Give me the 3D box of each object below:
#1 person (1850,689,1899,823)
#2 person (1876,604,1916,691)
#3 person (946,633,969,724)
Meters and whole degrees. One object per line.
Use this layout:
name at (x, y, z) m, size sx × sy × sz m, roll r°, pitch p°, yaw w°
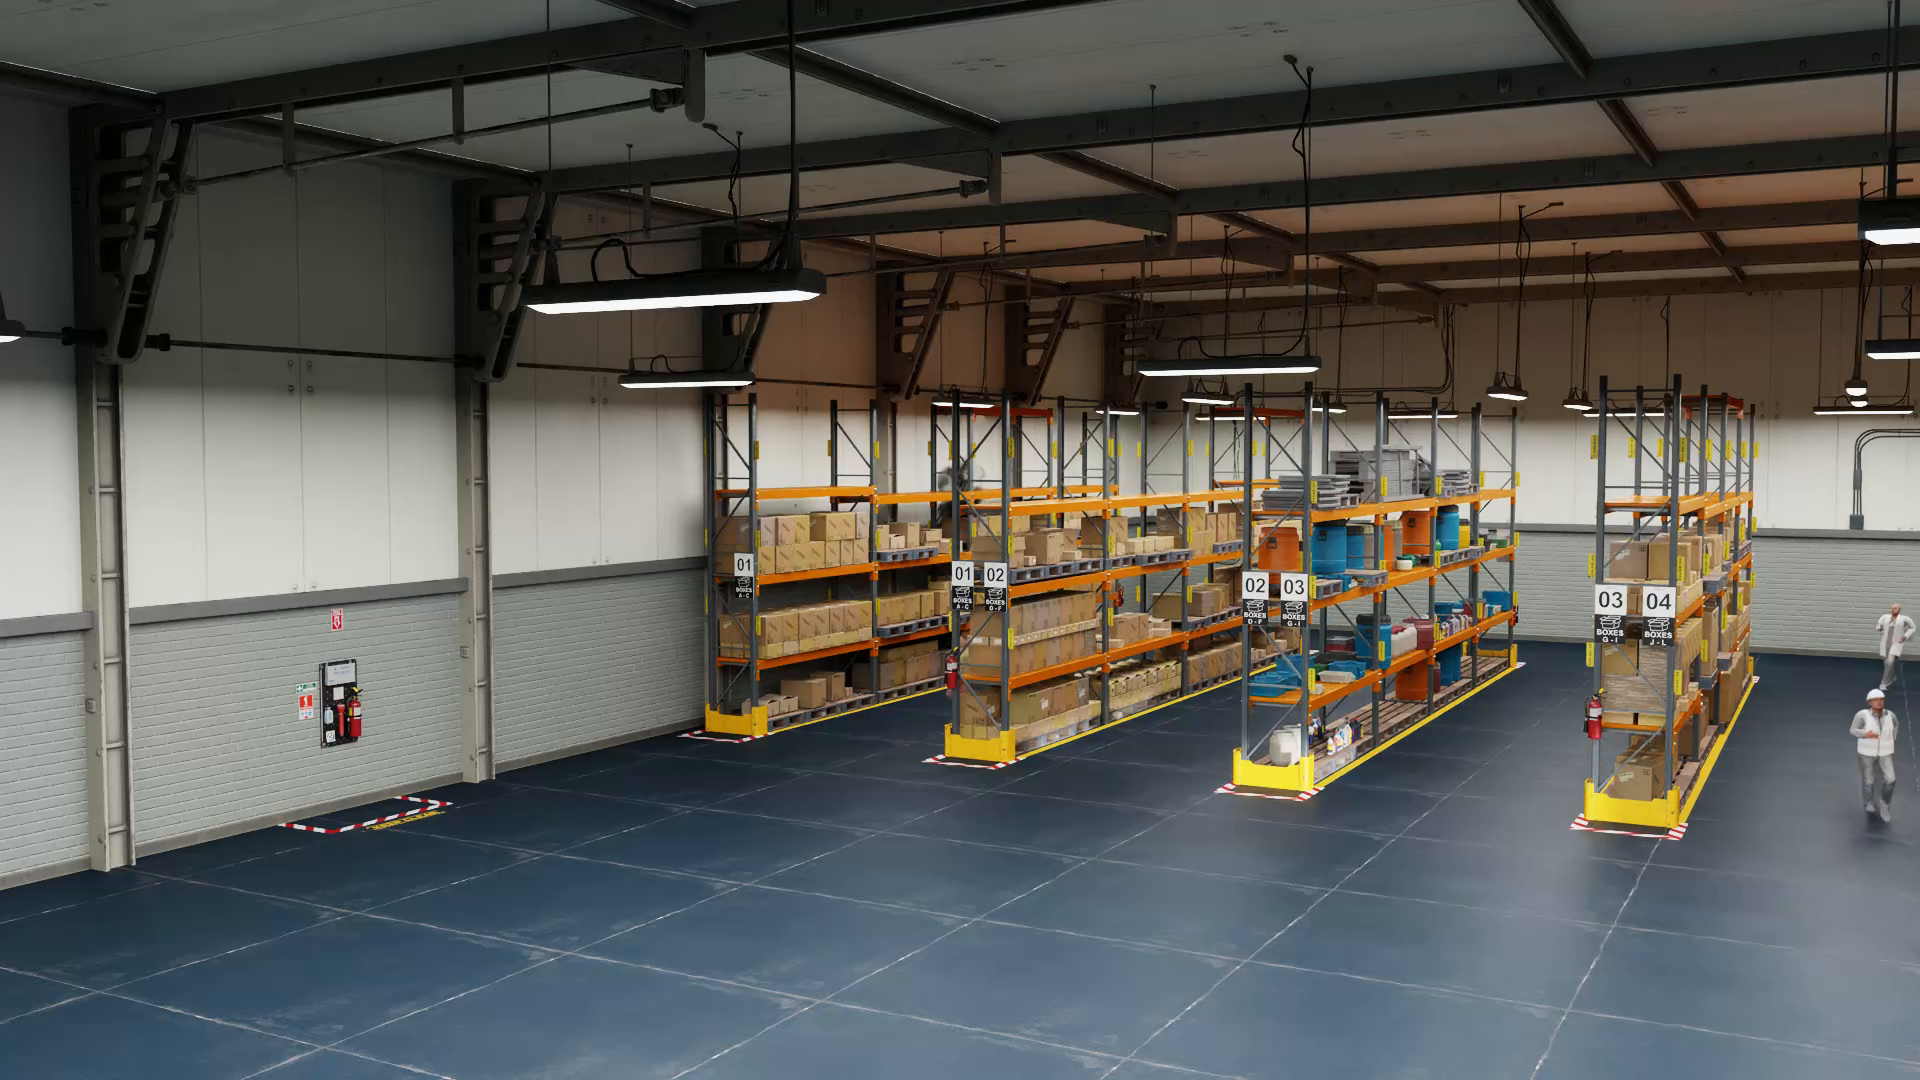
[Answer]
person at (12.411, 2.910, 22.564) m, size 0.640 × 1.795 × 0.777 m, roll 1°, pitch 3°, yaw 18°
person at (19.527, 2.240, 34.783) m, size 0.823 × 1.839 × 0.708 m, roll -2°, pitch 4°, yaw -35°
person at (0.004, 2.540, 30.265) m, size 0.555 × 1.703 × 0.700 m, roll 1°, pitch 3°, yaw 22°
